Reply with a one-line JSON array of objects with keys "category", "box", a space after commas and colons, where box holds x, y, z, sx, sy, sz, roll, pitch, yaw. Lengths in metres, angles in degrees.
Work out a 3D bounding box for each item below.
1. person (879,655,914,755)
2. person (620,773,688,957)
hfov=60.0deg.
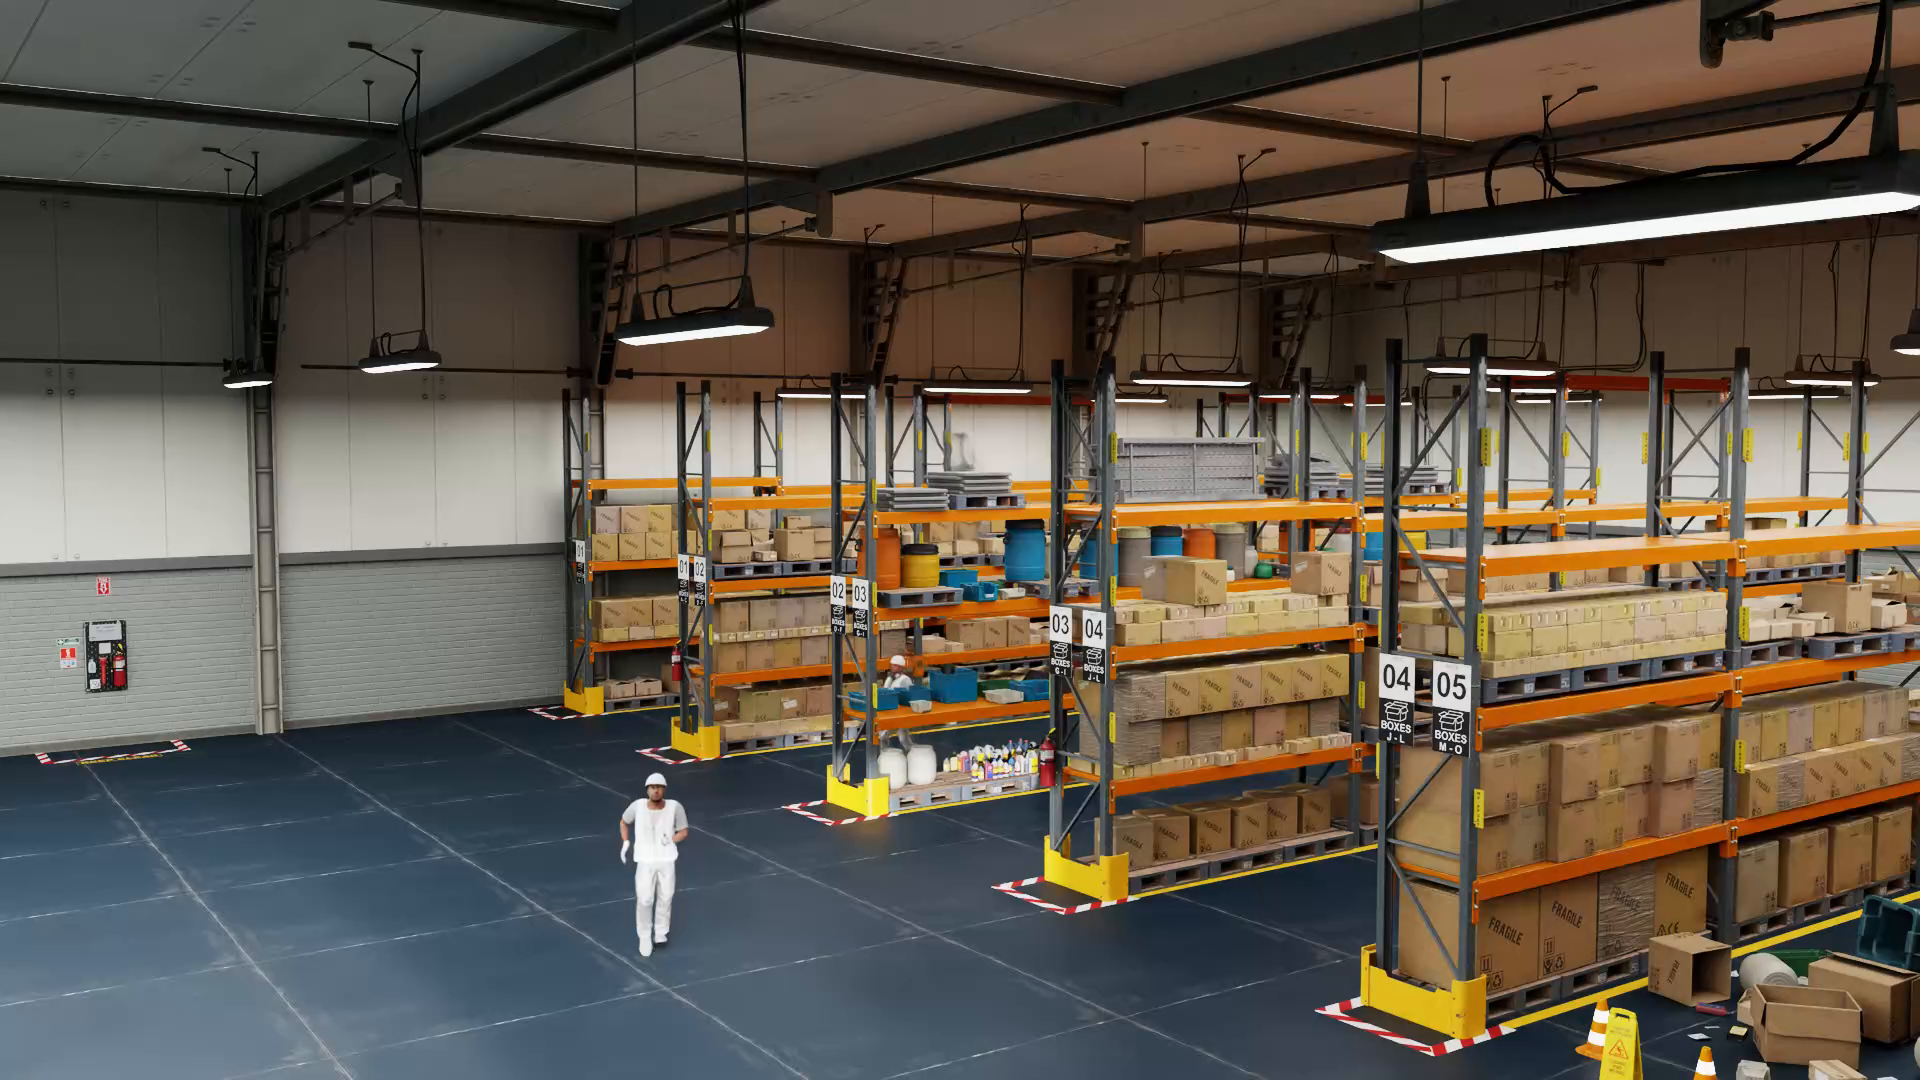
[{"category": "person", "box": [-0.960, 2.645, 25.182, 0.646, 1.812, 0.800, 3, 5, 39]}, {"category": "person", "box": [-3.027, 3.217, 16.507, 0.656, 1.807, 0.725, -1, 4, -14]}]
